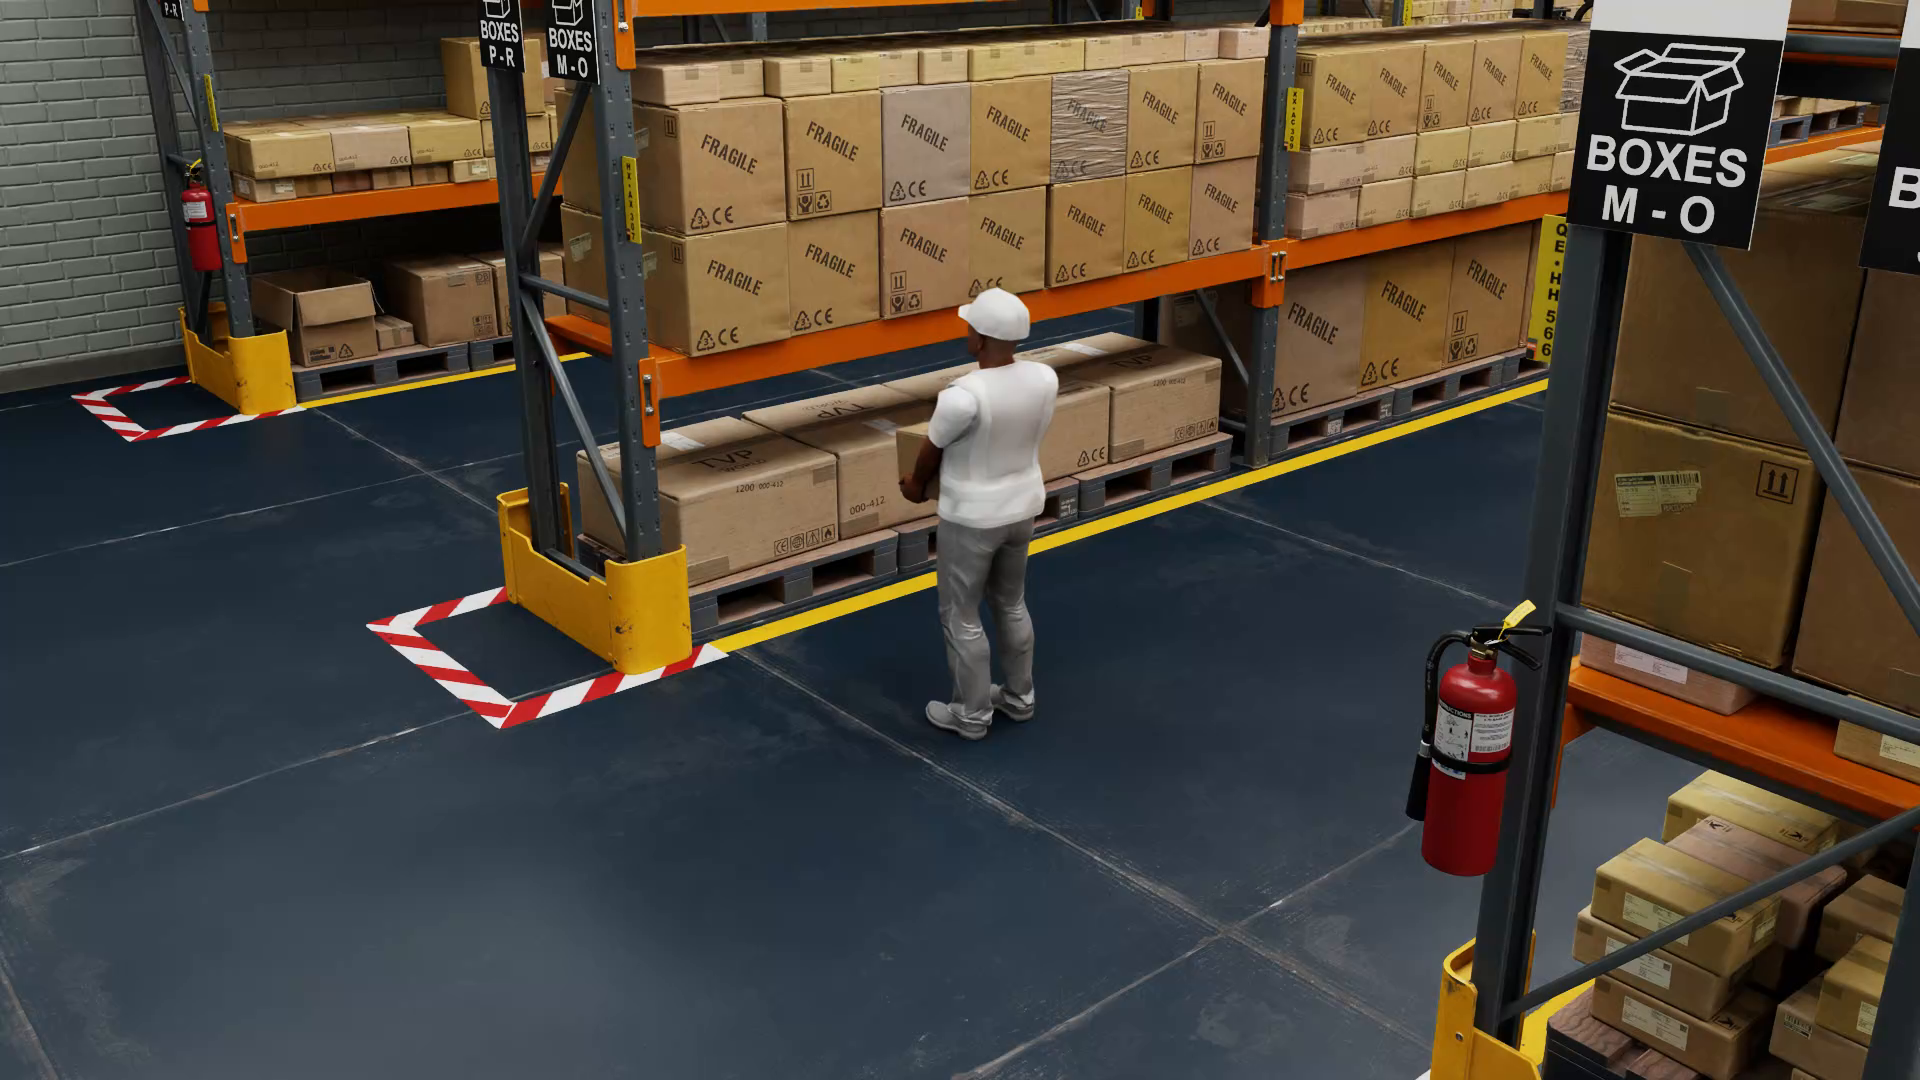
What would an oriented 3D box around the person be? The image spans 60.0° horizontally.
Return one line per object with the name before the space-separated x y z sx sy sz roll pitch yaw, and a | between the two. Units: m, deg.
person | 0.041 -0.118 6.365 0.502 1.761 0.577 -17 27 -37
